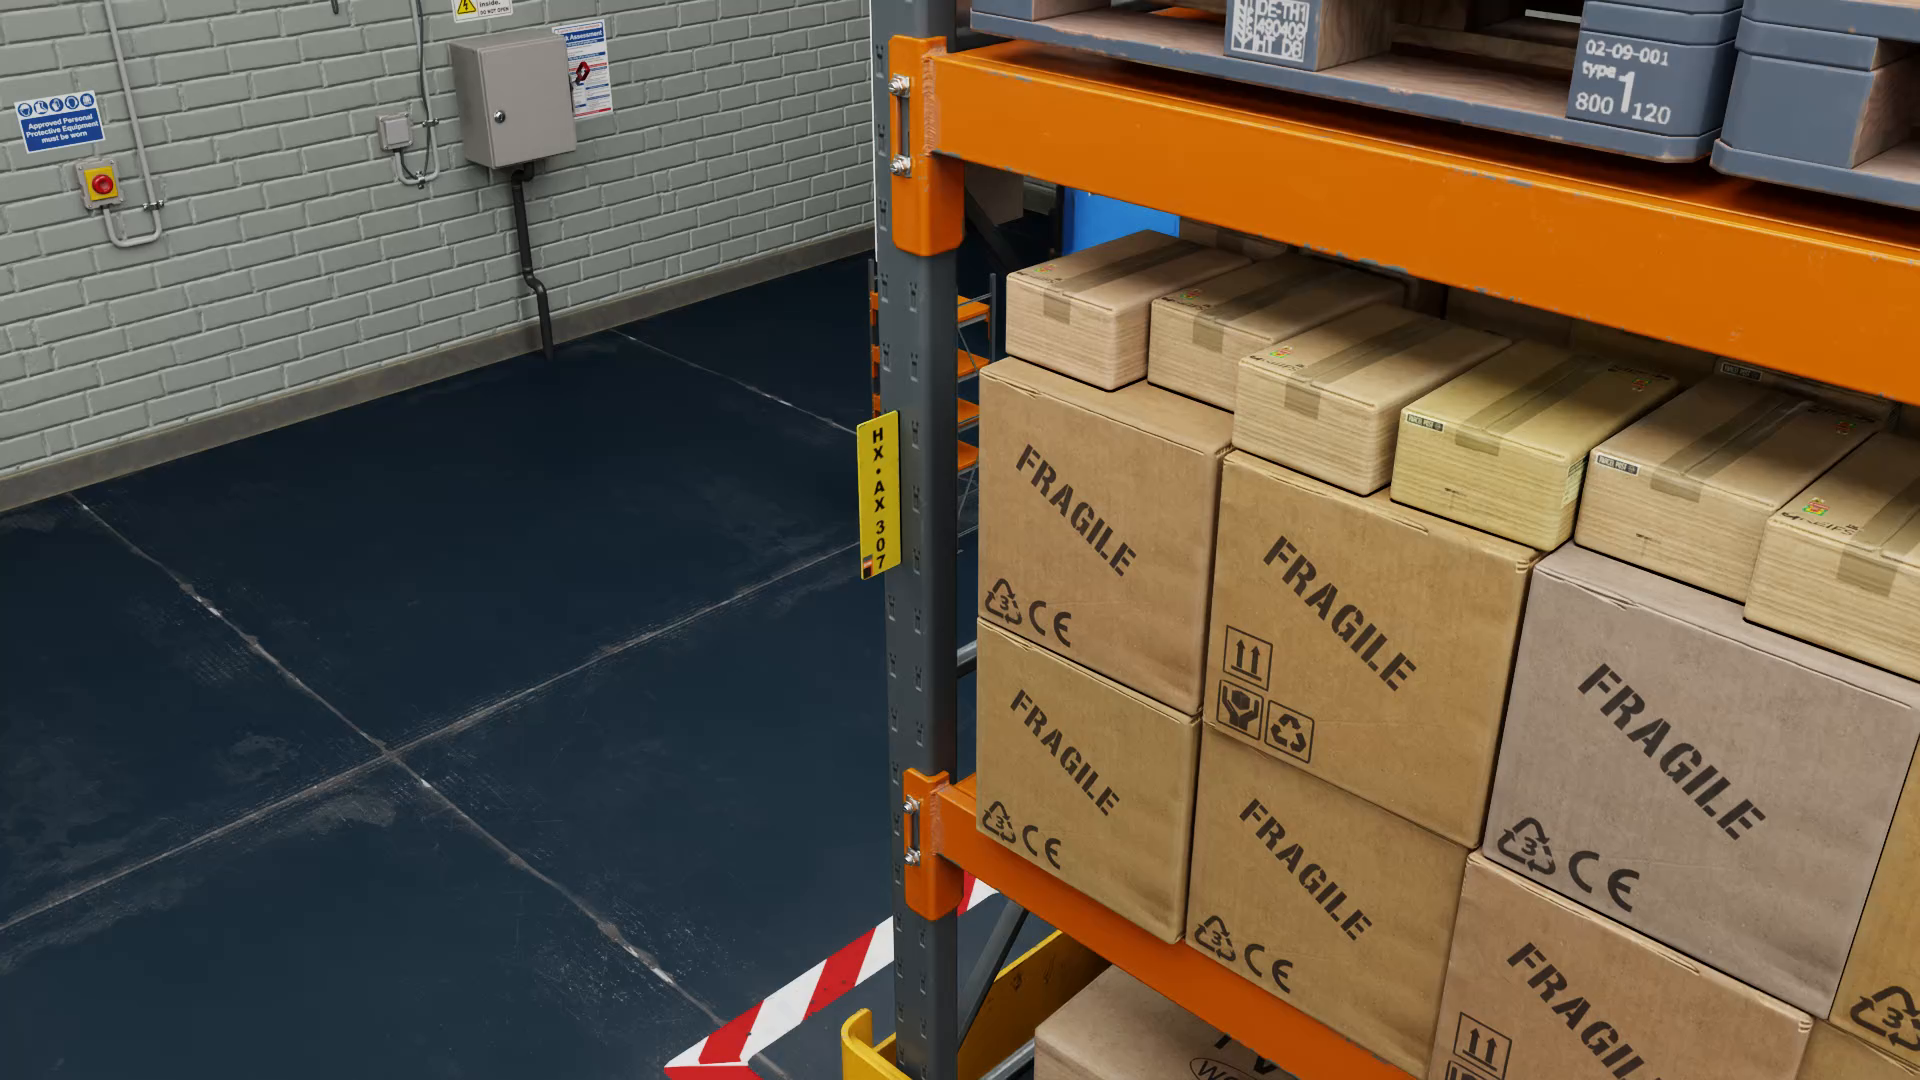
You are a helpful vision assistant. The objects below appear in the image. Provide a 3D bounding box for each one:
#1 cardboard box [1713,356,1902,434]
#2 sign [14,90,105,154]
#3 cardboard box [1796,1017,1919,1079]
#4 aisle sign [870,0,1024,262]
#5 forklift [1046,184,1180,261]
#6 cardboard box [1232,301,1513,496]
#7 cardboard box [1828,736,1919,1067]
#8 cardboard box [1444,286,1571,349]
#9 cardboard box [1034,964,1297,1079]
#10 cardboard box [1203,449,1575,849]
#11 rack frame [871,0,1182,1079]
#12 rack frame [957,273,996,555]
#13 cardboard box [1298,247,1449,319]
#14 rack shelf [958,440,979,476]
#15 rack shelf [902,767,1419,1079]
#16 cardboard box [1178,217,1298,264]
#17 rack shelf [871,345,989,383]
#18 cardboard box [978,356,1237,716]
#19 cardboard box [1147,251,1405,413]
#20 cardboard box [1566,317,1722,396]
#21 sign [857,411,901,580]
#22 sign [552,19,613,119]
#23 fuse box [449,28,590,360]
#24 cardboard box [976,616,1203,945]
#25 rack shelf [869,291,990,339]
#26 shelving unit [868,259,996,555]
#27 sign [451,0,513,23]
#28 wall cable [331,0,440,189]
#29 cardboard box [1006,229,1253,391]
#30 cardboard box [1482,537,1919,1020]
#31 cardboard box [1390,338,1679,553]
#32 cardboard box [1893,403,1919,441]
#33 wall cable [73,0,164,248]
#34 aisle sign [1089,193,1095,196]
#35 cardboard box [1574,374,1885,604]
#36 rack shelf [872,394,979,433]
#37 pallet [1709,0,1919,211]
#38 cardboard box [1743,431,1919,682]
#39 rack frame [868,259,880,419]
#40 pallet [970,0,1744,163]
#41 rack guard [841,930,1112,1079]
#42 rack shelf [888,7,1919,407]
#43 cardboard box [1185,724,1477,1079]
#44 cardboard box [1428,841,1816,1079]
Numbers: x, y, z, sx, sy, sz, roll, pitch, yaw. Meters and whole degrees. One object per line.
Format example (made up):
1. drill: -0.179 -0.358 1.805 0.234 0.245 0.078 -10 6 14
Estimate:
1. cardboard box: 1.365 -0.234 2.594 0.250 0.149 0.380 24 36 38
2. sign: -3.875 -1.802 7.164 0.001 0.218 0.327 25 36 38
3. cardboard box: 1.480 0.847 2.310 0.500 0.500 0.500 -24 36 -38
4. aisle sign: -0.015 -0.925 2.992 0.004 0.787 0.394 25 36 38
5. forklift: 1.099 -2.842 9.505 1.130 2.935 3.031 0 28 0
6. cardboard box: 0.641 -0.228 2.582 0.380 0.149 0.250 -24 36 -38
7. cardboard box: 1.485 0.412 2.062 0.500 0.500 0.500 25 37 39
8. cardboard box: 1.077 -0.439 2.983 0.250 0.149 0.380 24 36 38
9. cardboard box: 0.781 1.284 3.888 0.875 0.438 0.875 23 36 37
10. cardboard box: 0.756 0.084 2.686 0.500 0.500 0.500 23 36 37
11. rack frame: 0.240 0.153 3.736 0.127 3.000 1.000 25 36 38
12. rack frame: 0.056 -0.505 6.922 0.015 1.200 0.240 25 36 38
13. cardboard box: 0.834 -0.495 3.090 0.380 0.149 0.250 -25 36 -38
14. rack shelf: -0.118 -0.350 7.197 0.480 0.148 0.258 25 36 38
15. rack shelf: 1.666 1.124 2.662 4.000 0.370 1.077 25 36 38
16. cardboard box: 0.636 -0.570 3.232 0.380 0.149 0.250 -25 36 -39
17. rack shelf: -0.118 -0.724 7.001 0.480 0.148 0.258 25 36 38
18. cardboard box: 0.382 -0.082 3.002 0.500 0.500 0.500 24 36 37
19. cardboard box: 0.536 -0.351 2.816 0.380 0.149 0.250 -24 36 -38
20. cardboard box: 1.228 -0.343 2.801 0.380 0.149 0.250 -24 36 -38
21. sign: -0.154 -0.083 3.169 0.005 0.325 0.100 25 36 38
22. sign: -2.022 -2.518 8.917 0.001 0.494 0.329 25 36 38
23. fuse box: -2.221 -1.758 8.755 0.414 1.711 0.539 25 36 38
24. cardboard box: 0.381 0.361 3.233 0.500 0.500 0.500 24 36 38
25. rack shelf: -0.118 -0.933 6.891 0.480 0.148 0.258 25 36 38
26. shelving unit: -0.118 -0.585 7.073 0.503 1.200 0.258 25 36 38
27. sign: -2.407 -2.743 8.356 0.001 0.242 0.339 25 36 38
28. wall cable: -2.811 -2.603 7.886 0.122 1.984 0.588 25 36 38
29. cardboard box: 0.299 -0.413 2.934 0.380 0.149 0.250 -24 36 -38
30. cardboard box: 1.128 0.249 2.371 0.500 0.500 0.500 24 36 38
31. cardboard box: 0.841 -0.148 2.430 0.250 0.149 0.380 23 36 37
32. cardboard box: 1.584 -0.172 2.475 0.380 0.149 0.250 -24 36 -38
33. wall cable: -3.797 -2.142 6.976 0.123 1.953 0.585 25 36 38
34. aisle sign: 0.406 -1.124 3.371 0.004 0.787 0.394 25 36 38
35. cardboard box: 1.065 -0.080 2.301 0.380 0.149 0.250 -25 37 -39
36. rack shelf: -0.118 -0.526 7.105 0.480 0.148 0.258 25 36 38
37. pallet: 1.650 -0.498 1.847 1.213 0.211 1.003 25 36 38
38. cardboard box: 1.214 0.015 2.119 0.380 0.149 0.250 -25 37 -39
39. rack frame: -0.292 -0.665 7.225 0.015 1.200 0.240 25 36 38
40. pallet: 0.776 -0.897 2.604 1.213 0.211 1.003 25 36 38
41. rack guard: 0.223 1.252 4.332 0.348 0.500 1.175 25 36 38
42. rack shelf: 1.666 -0.203 1.964 4.000 0.370 1.077 25 36 38
43. cardboard box: 0.761 0.517 2.937 0.500 0.500 0.500 24 36 38
44. cardboard box: 1.111 0.689 2.610 0.500 0.500 0.500 24 36 38
